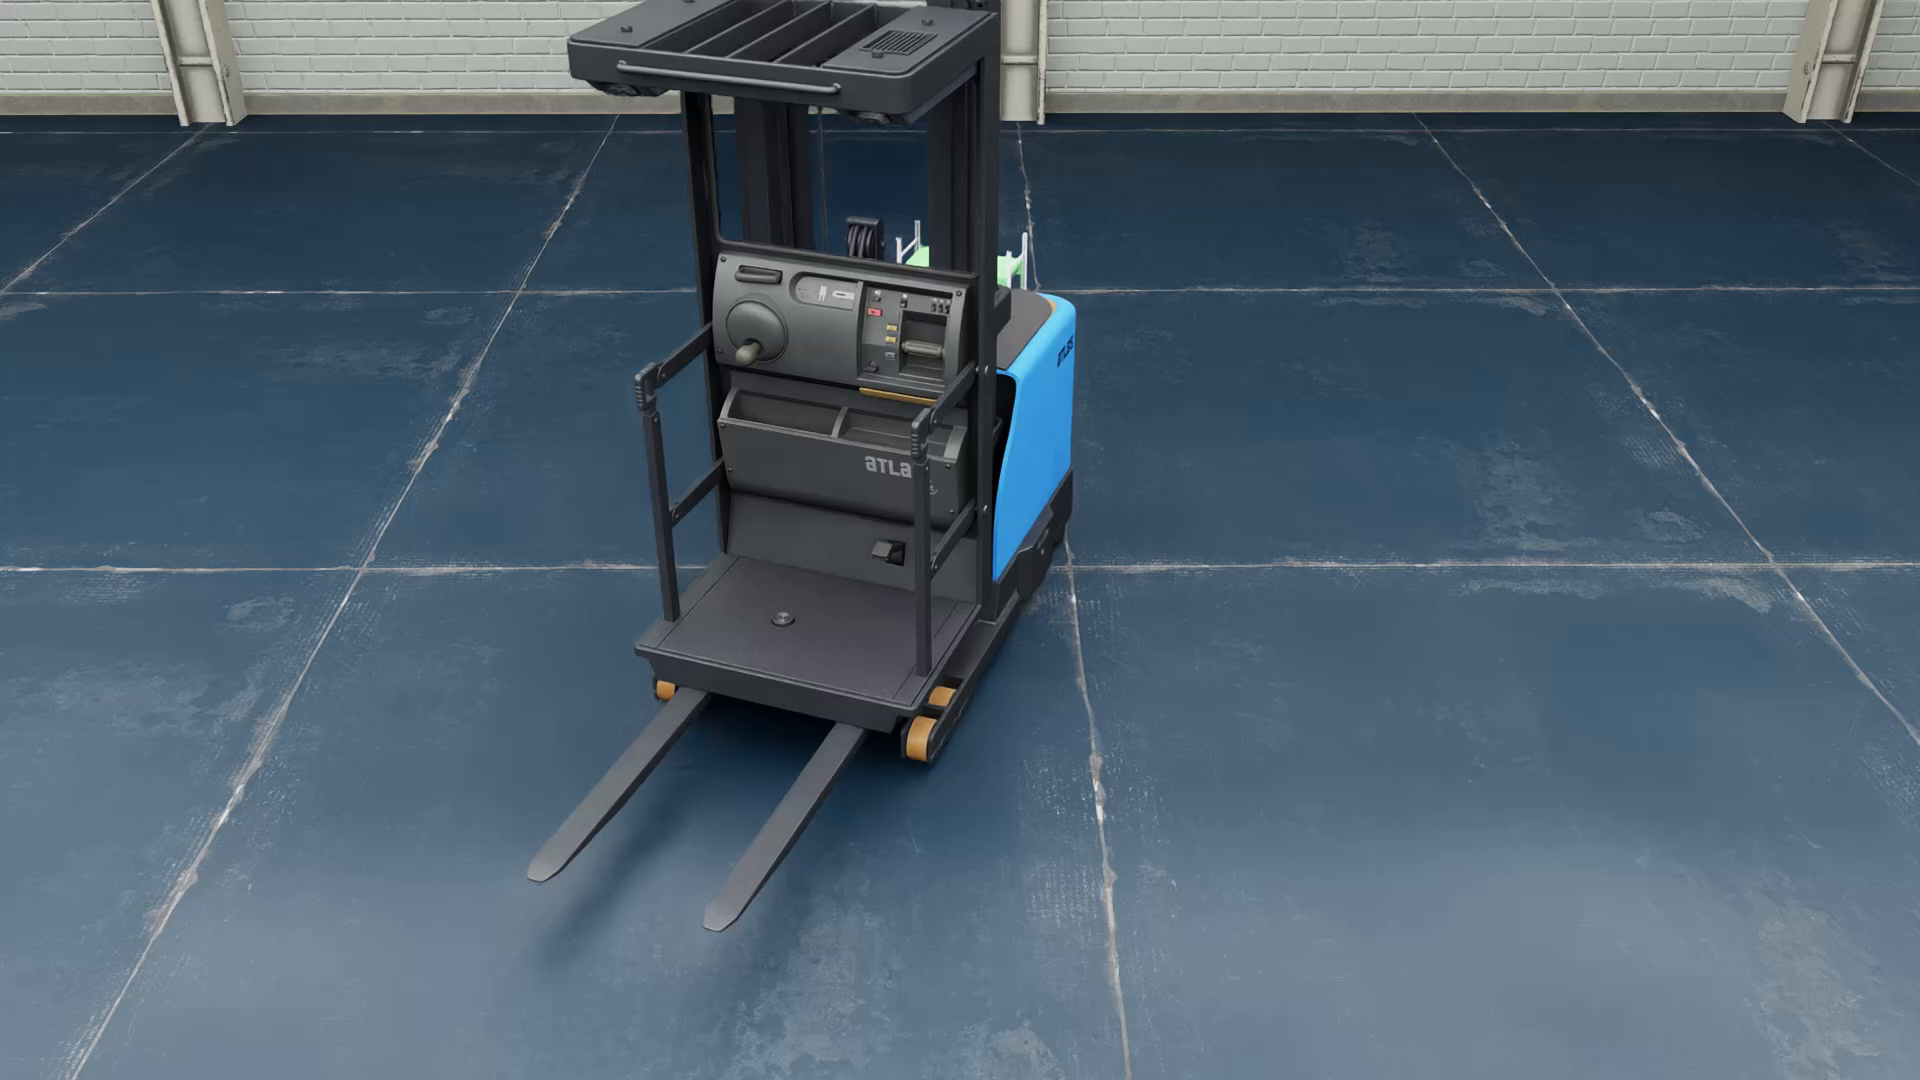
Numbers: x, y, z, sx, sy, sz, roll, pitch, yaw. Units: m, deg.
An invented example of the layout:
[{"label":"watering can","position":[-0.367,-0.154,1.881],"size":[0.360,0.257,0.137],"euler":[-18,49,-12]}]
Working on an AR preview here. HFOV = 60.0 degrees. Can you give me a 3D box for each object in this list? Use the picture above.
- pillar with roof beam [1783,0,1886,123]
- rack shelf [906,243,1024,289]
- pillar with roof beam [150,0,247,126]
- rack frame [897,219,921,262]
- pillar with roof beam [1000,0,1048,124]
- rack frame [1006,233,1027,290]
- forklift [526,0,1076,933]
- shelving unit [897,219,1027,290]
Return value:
[{"label":"pillar with roof beam","position":[6.456,-4.796,6.480],"size":[0.400,9.000,9.100],"euler":[0,31,0]},{"label":"rack shelf","position":[0.011,-1.137,7.165],"size":[0.480,0.148,0.258],"euler":[11,33,17]},{"label":"pillar with roof beam","position":[-5.544,-4.759,6.418],"size":[0.400,9.000,9.100],"euler":[0,31,0]},{"label":"rack frame","position":[-0.219,-0.824,7.451],"size":[0.015,1.200,0.240],"euler":[11,33,17]},{"label":"pillar with roof beam","position":[0.456,-4.777,6.449],"size":[0.400,9.000,9.100],"euler":[0,31,0]},{"label":"rack frame","position":[0.240,-0.738,7.310],"size":[0.015,1.200,0.240],"euler":[11,33,17]},{"label":"forklift","position":[-0.497,-0.701,5.580],"size":[1.130,2.935,3.031],"euler":[11,33,17]},{"label":"shelving unit","position":[0.011,-0.781,7.380],"size":[0.503,1.200,0.258],"euler":[11,33,17]}]
